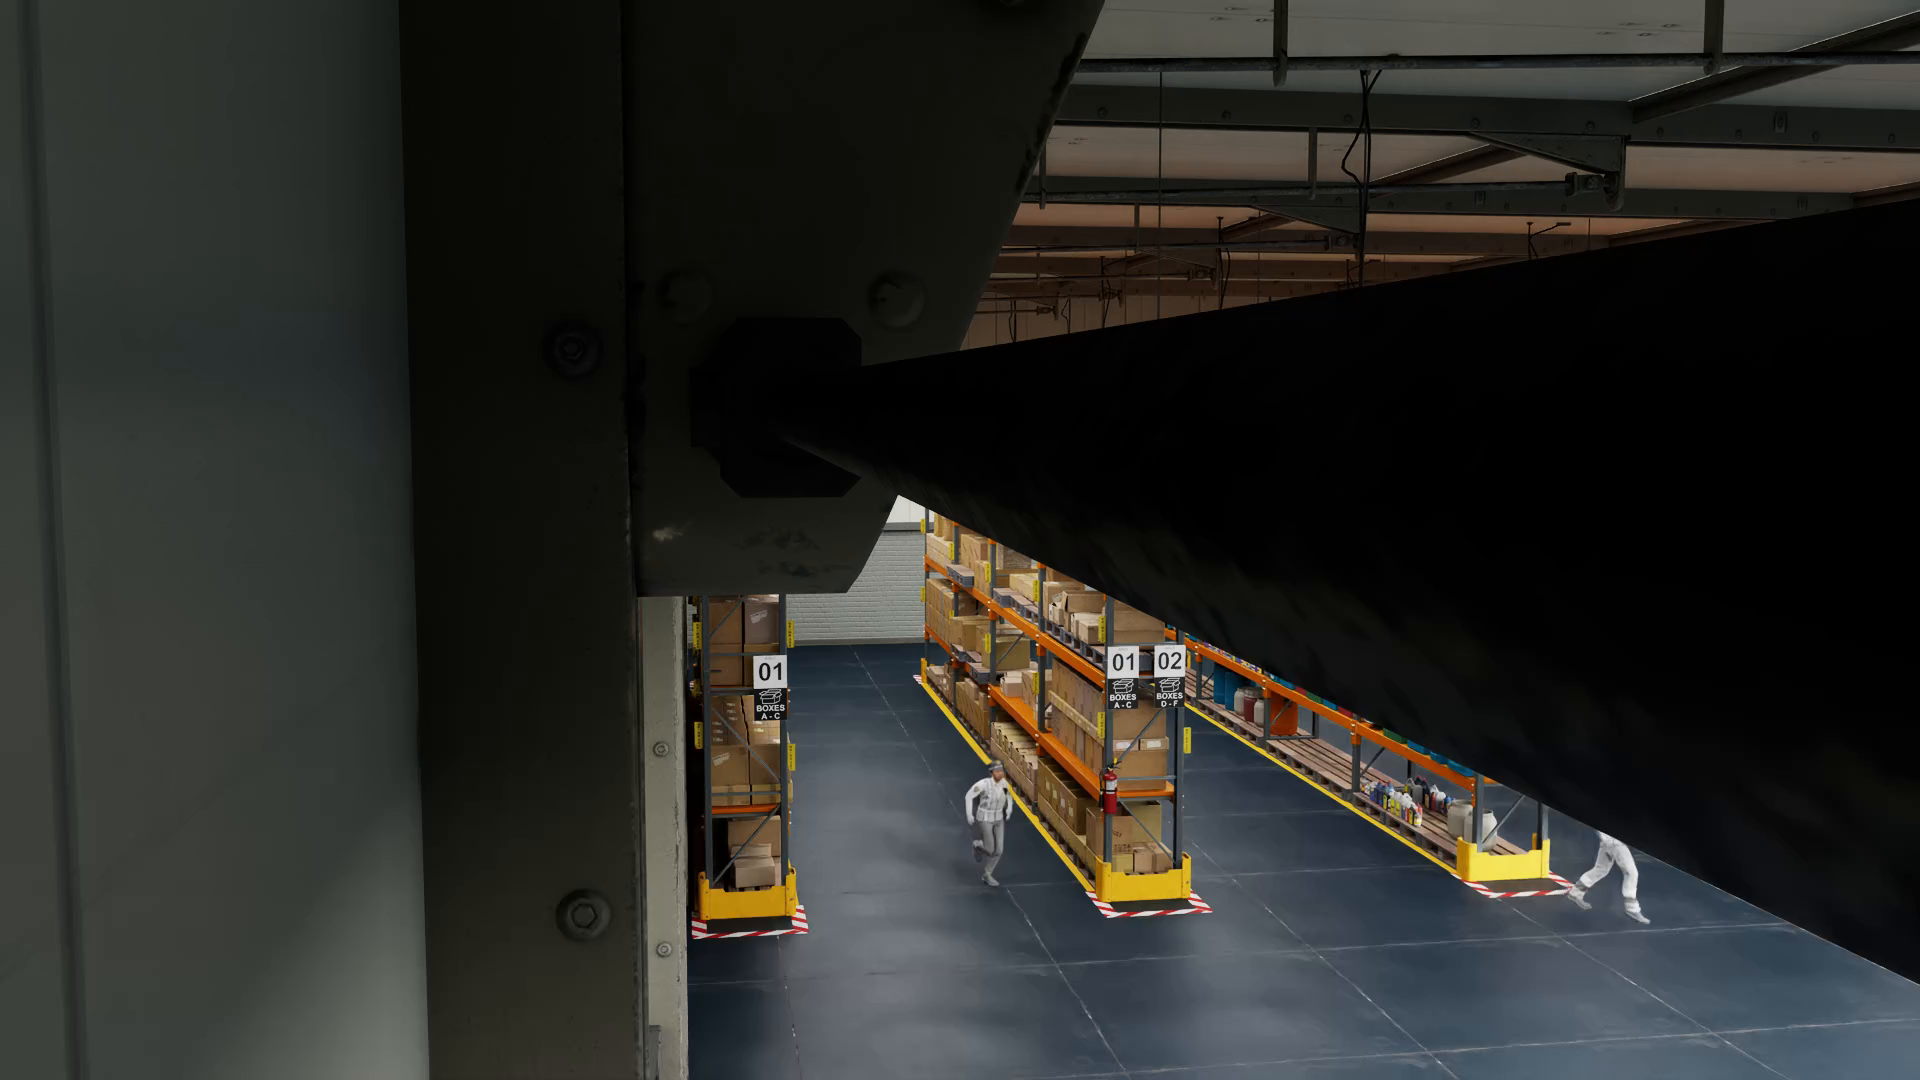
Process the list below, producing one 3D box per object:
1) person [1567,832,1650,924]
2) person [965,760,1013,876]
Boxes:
[{"bbox_3d":[6.869,3.136,26.221,6.372,1.815,11.864,2,5,17],"label":"person"},{"bbox_3d":[0.372,3.592,21.560,0.638,1.567,0.493,-3,6,-29],"label":"person"}]
